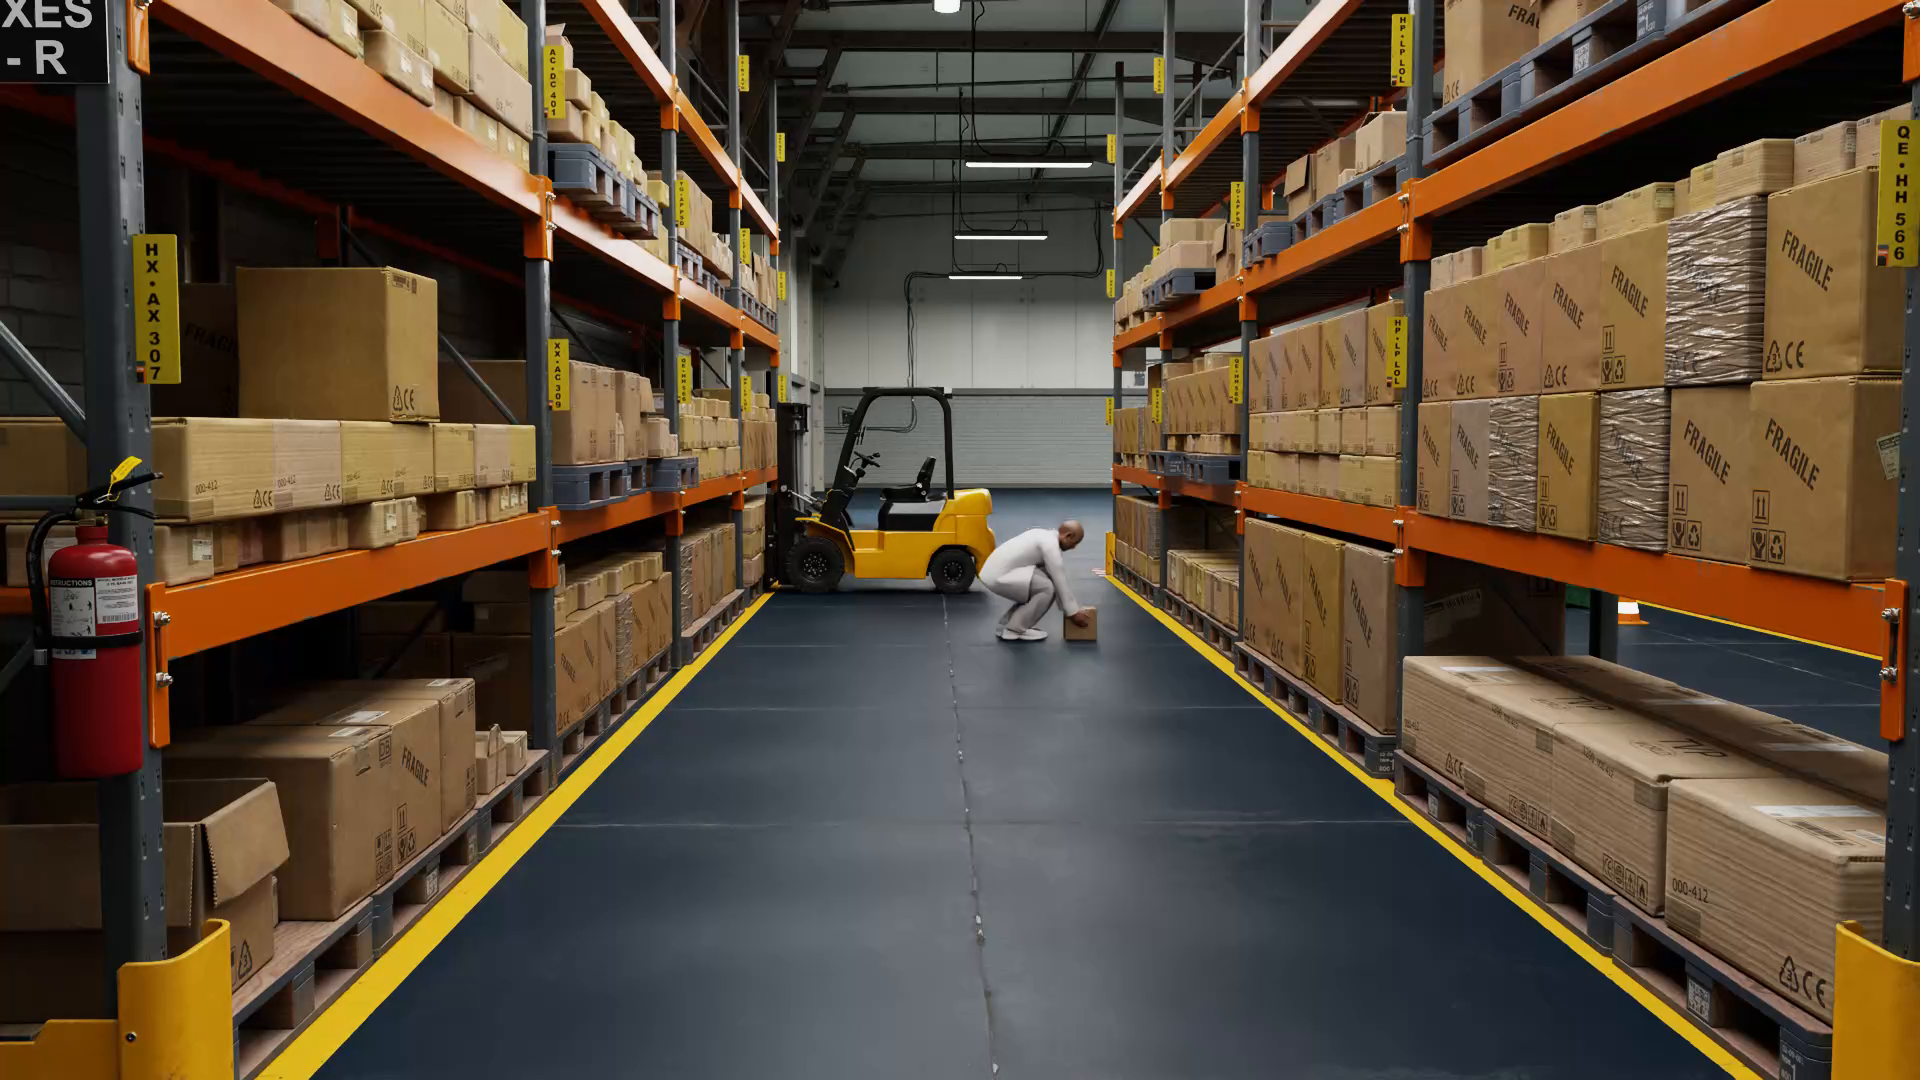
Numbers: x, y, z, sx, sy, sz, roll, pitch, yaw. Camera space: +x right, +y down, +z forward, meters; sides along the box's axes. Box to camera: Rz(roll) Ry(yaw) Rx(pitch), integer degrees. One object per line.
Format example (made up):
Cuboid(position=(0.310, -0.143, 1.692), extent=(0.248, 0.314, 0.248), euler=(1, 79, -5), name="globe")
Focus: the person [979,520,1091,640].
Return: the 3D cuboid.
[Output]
Cuboid(position=(0.603, 0.322, 13.566), extent=(0.903, 0.964, 0.606), euler=(0, 4, -2), name="person")
